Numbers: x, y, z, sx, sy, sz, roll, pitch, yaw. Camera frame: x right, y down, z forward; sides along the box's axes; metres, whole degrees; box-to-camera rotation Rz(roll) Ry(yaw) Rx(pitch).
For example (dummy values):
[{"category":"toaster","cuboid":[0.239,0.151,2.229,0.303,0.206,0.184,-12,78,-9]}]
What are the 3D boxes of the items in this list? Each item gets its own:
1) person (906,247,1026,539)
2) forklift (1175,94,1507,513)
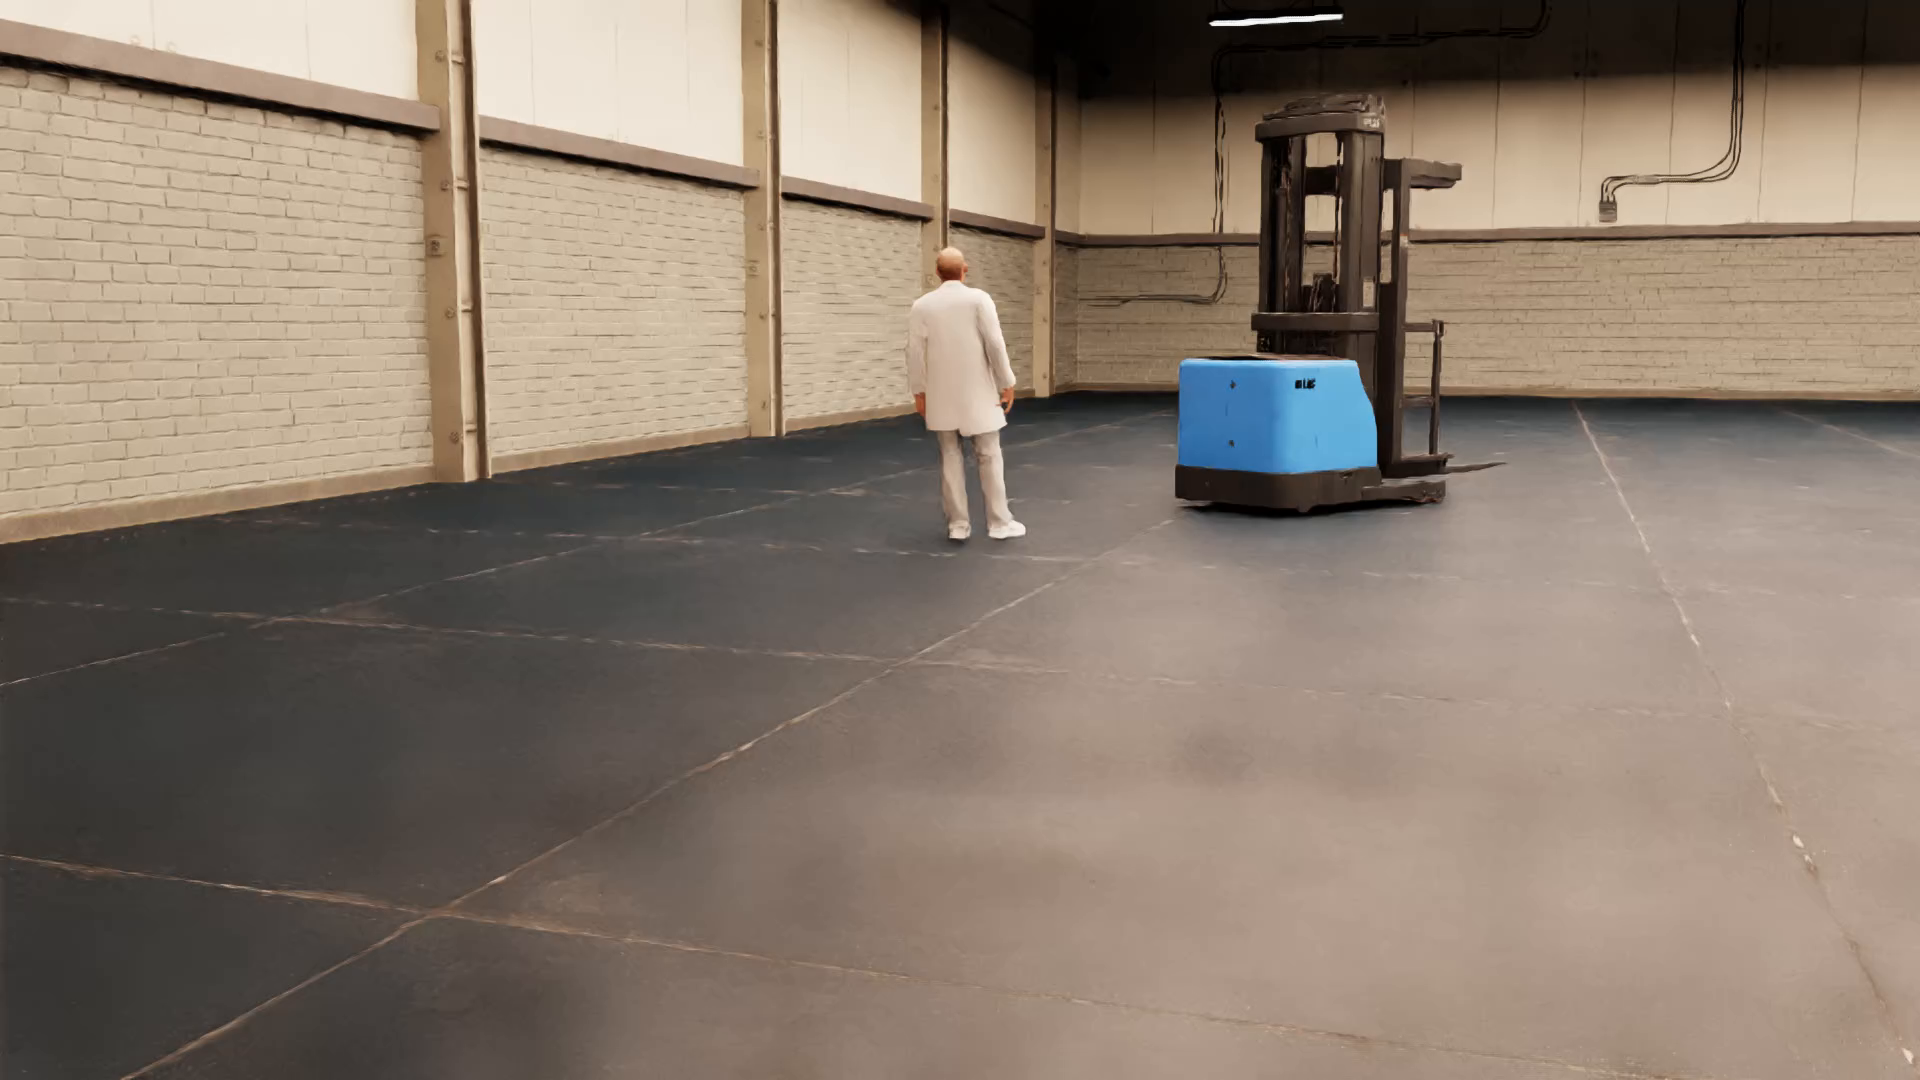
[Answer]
[{"category":"person","cuboid":[0.034,-0.900,10.243,0.694,1.776,0.579,3,8,19]},{"category":"forklift","cuboid":[3.027,-1.770,12.522,3.031,2.935,1.130,-6,10,-39]}]
